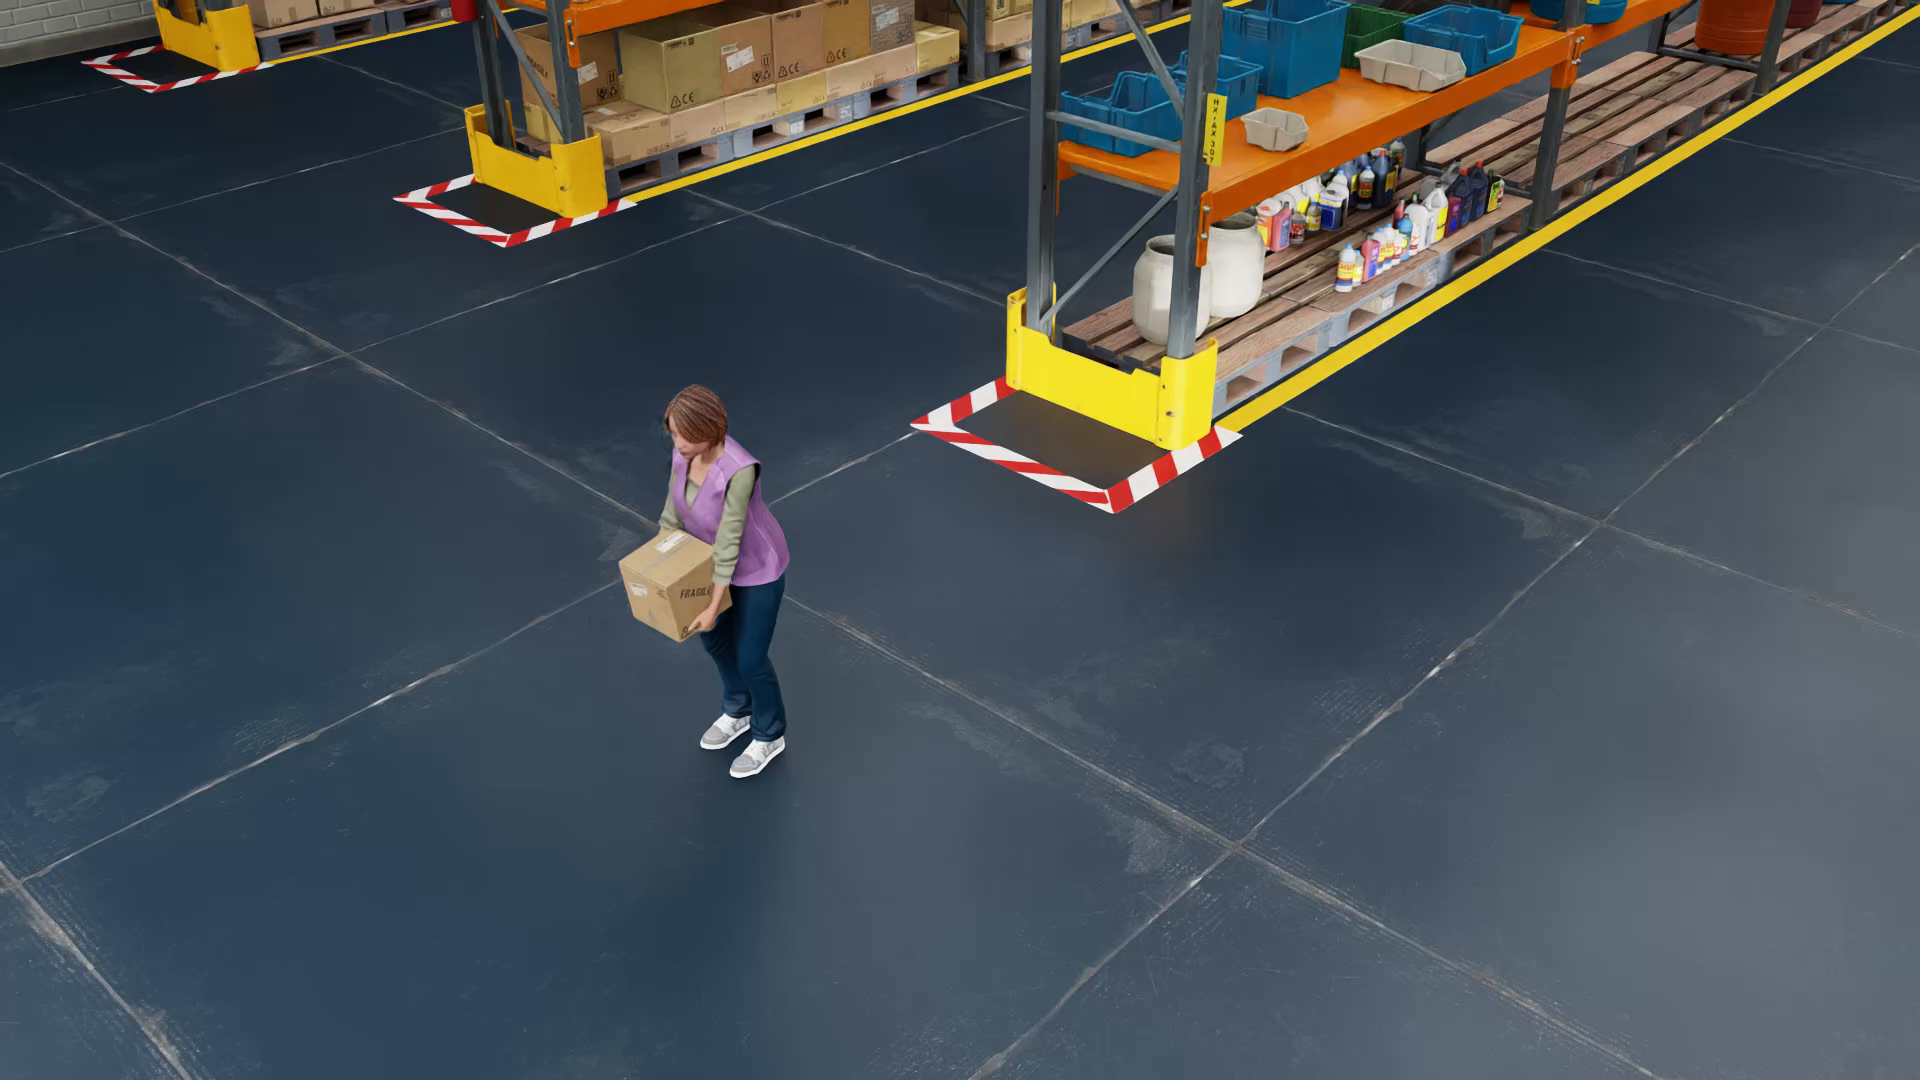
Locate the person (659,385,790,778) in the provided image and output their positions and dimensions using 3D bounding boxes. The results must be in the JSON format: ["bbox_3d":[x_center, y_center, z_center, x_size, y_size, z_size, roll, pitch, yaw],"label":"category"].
[{"bbox_3d":[-0.850,0.157,5.928,0.372,1.565,0.525,25,39,34],"label":"person"}]
